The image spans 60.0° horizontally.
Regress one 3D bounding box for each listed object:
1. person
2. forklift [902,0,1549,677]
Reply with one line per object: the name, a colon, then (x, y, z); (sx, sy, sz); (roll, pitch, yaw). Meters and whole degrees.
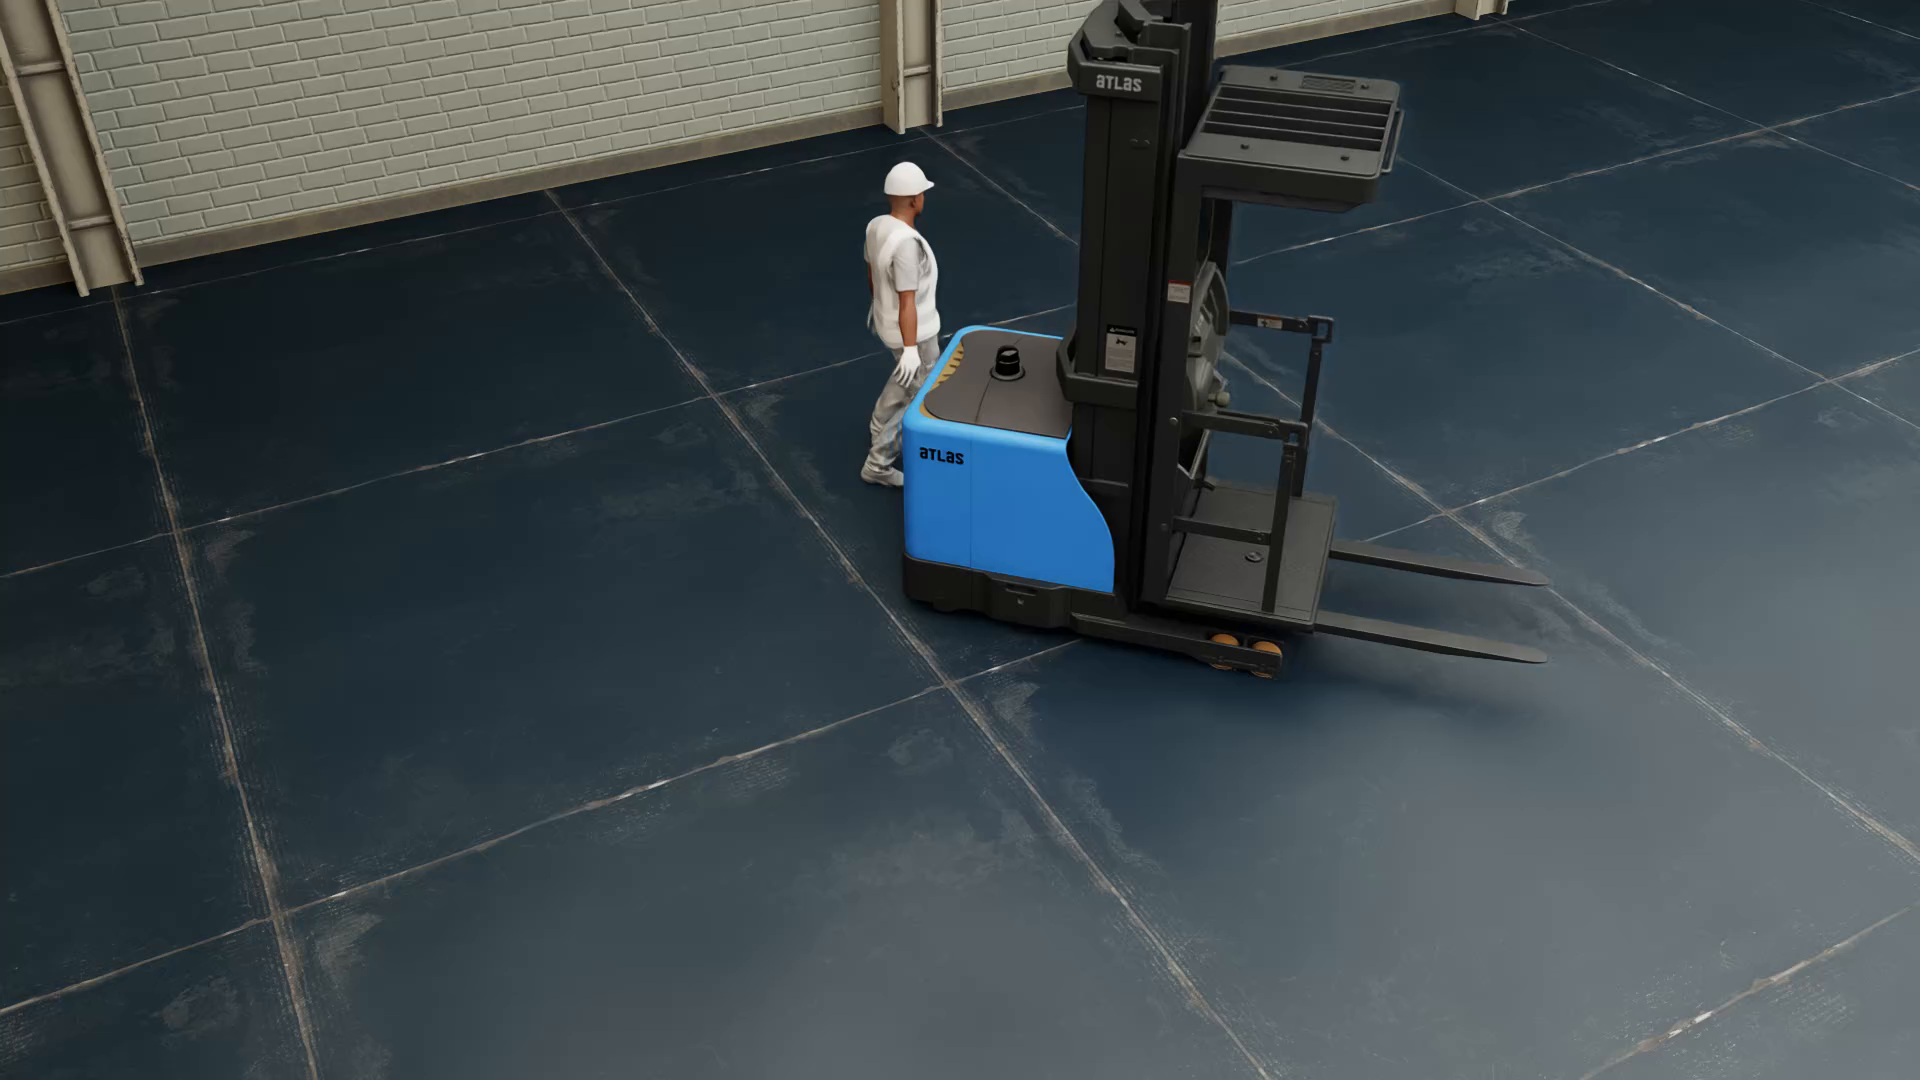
person: (-0.332, -1.096, 8.763); (0.499, 1.730, 0.891); (-9, 36, -13)
forklift: (1.293, -0.900, 7.396); (3.031, 2.935, 1.130); (10, 36, 14)
